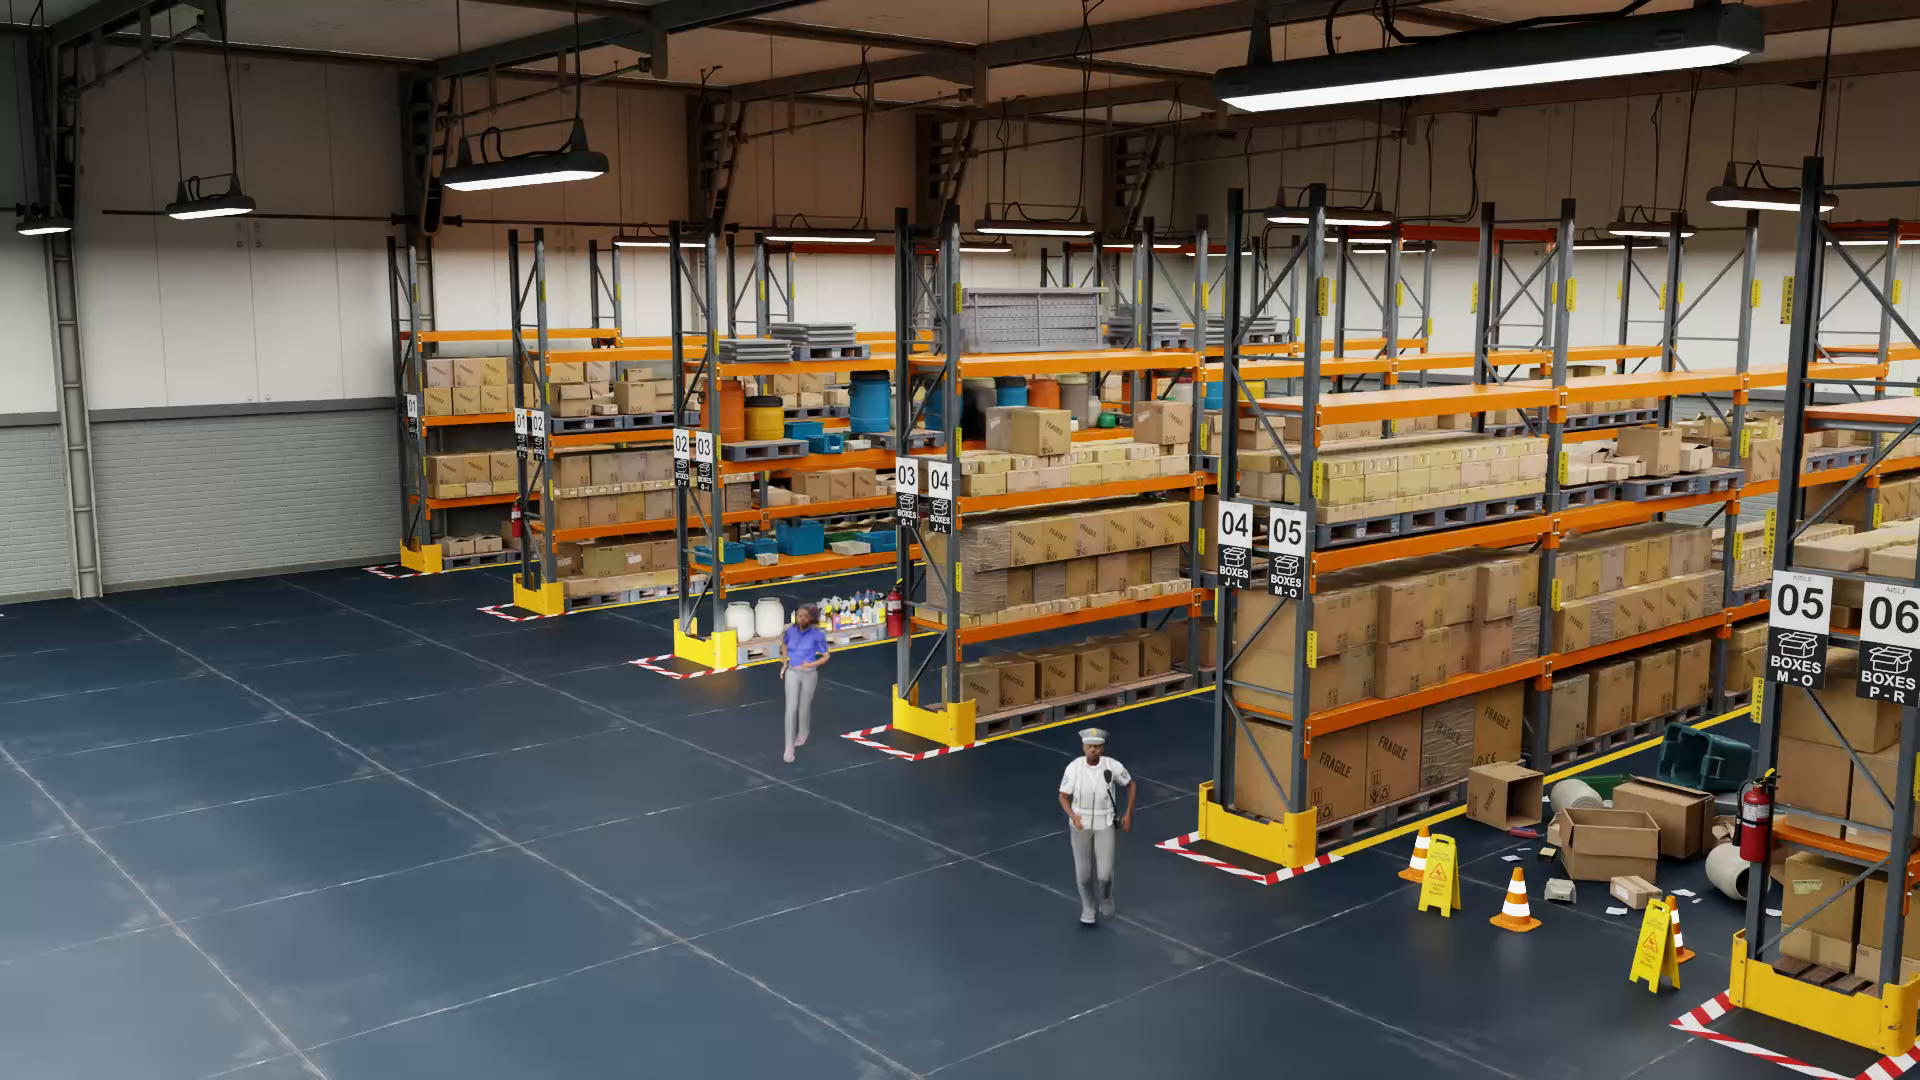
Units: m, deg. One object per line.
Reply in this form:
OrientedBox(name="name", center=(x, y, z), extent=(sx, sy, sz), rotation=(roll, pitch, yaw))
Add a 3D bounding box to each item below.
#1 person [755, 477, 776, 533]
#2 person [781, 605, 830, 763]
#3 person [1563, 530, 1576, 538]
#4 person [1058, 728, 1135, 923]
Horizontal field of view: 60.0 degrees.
OrientedBox(name="person", center=(-3.602, -0.444, 31.268), extent=(0.592, 1.655, 0.886), rotation=(8, 12, 42))
OrientedBox(name="person", center=(-1.706, 1.540, 18.283), extent=(0.560, 1.619, 0.893), rotation=(0, 9, 2))
OrientedBox(name="person", center=(8.891, 0.649, 24.325), extent=(0.693, 1.599, 0.609), rotation=(-8, 12, -42))
OrientedBox(name="person", center=(1.088, 2.308, 13.314), extent=(0.615, 1.649, 0.535), rotation=(1, 9, 7))
